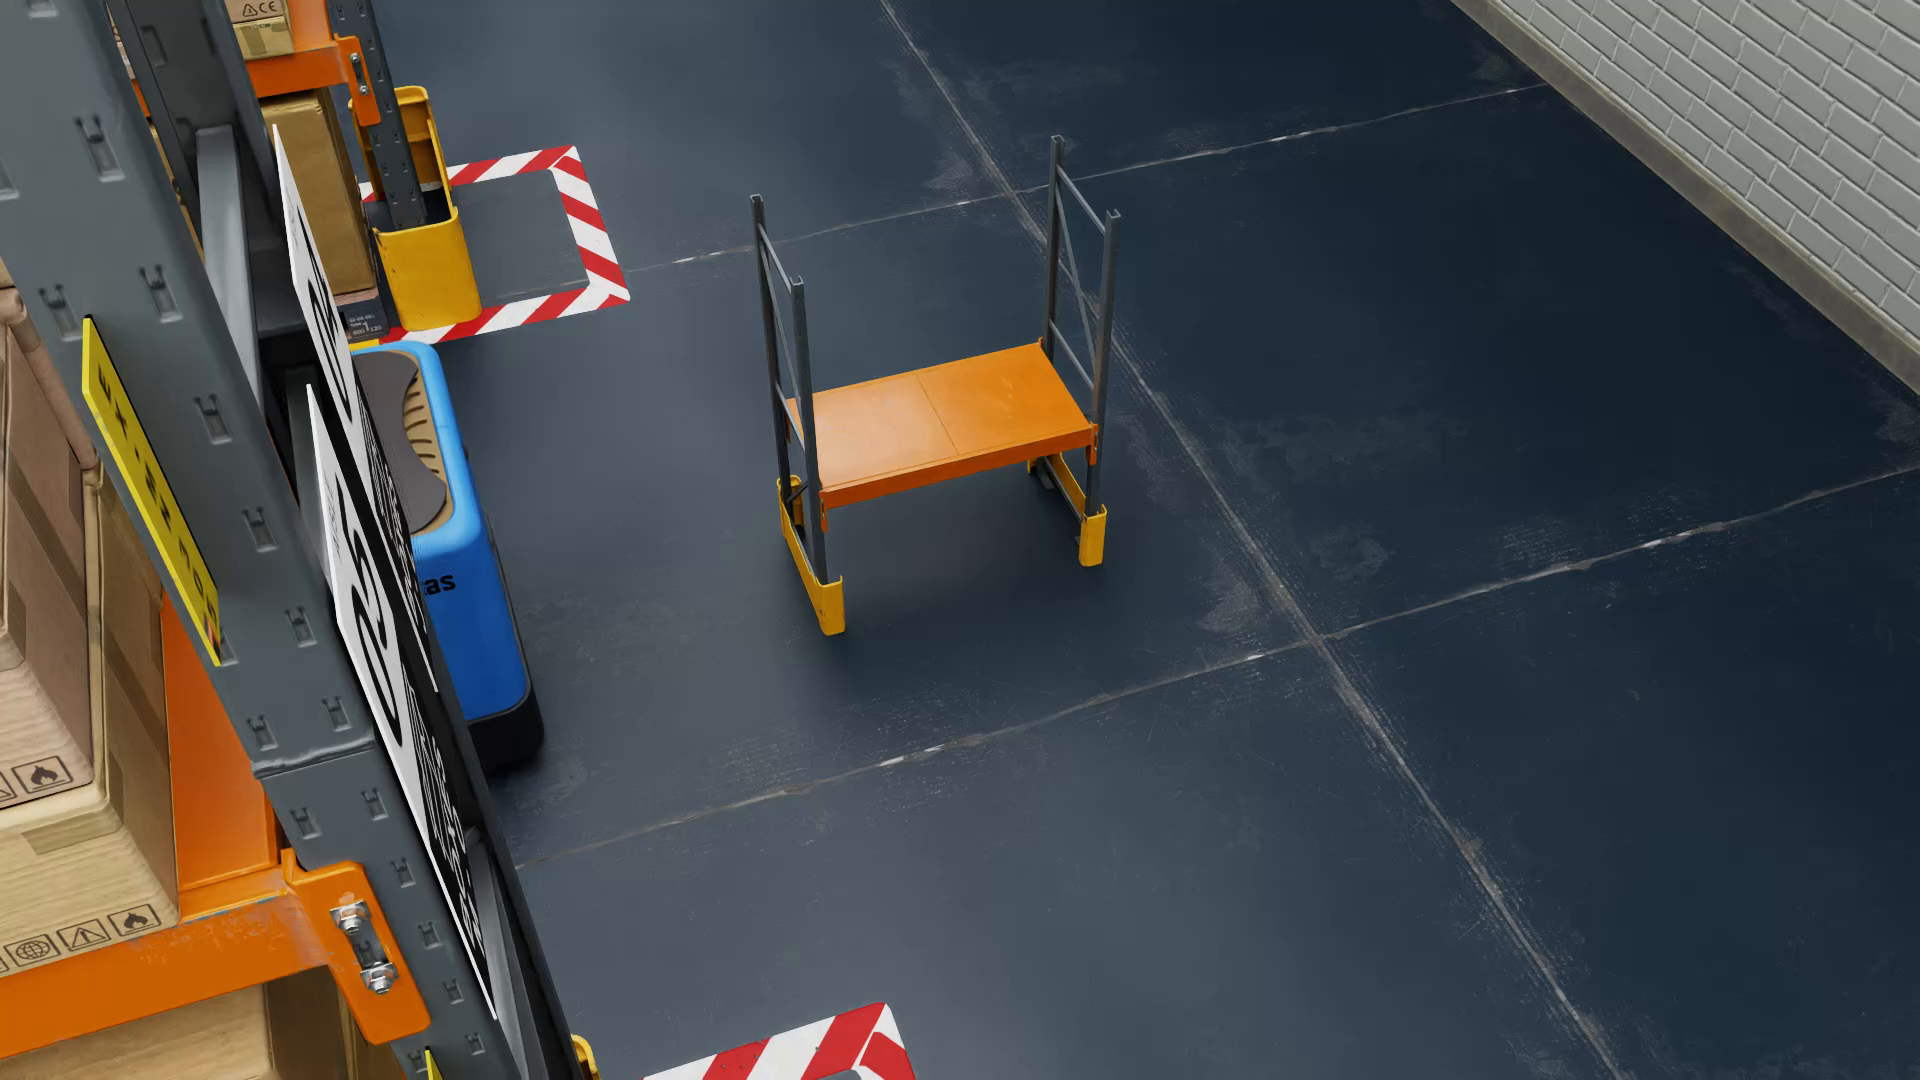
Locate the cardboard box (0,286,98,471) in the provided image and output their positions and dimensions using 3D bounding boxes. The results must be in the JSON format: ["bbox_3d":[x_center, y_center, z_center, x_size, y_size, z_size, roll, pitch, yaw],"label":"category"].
[{"bbox_3d":[-1.367,-0.283,2.049,0.500,0.250,0.500,-14,47,-13],"label":"cardboard box"}]

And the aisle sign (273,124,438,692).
[{"bbox_3d":[-0.889,-0.170,2.466,0.004,0.787,0.394,-14,47,-14],"label":"aisle sign"}]

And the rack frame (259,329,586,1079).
[{"bbox_3d":[-0.856,0.965,3.171,0.127,3.000,1.000,-14,47,-14],"label":"rack frame"}]

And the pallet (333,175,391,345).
[{"bbox_3d":[-3.171,-1.135,7.232,1.213,0.211,1.003,-14,47,-14],"label":"pallet"}]

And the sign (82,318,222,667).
[{"bbox_3d":[-0.687,-0.032,1.421,0.005,0.325,0.100,-14,47,-14],"label":"sign"}]

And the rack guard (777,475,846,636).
[{"bbox_3d":[-0.540,0.050,6.024,0.087,0.250,0.587,-14,47,-14],"label":"rack guard"}]

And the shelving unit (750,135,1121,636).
[{"bbox_3d":[-0.072,-0.511,5.701,1.083,1.500,0.587,-14,47,-14],"label":"shelving unit"}]

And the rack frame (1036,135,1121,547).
[{"bbox_3d":[0.398,-0.631,5.820,0.032,1.500,0.500,-14,47,-14],"label":"rack frame"}]

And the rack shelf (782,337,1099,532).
[{"bbox_3d":[-0.080,-0.382,5.826,1.000,0.185,0.538,-14,47,-14],"label":"rack shelf"}]

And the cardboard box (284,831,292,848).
[{"bbox_3d":[-1.369,0.403,2.744,0.500,0.500,0.500,-15,47,-14],"label":"cardboard box"}]

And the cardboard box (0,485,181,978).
[{"bbox_3d":[-1.194,0.245,1.877,0.500,0.250,0.500,-15,47,-15],"label":"cardboard box"}]

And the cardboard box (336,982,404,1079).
[{"bbox_3d":[-1.191,1.104,2.751,0.500,0.500,0.500,-13,47,-13],"label":"cardboard box"}]

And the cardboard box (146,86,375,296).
[{"bbox_3d":[-3.020,-1.555,6.885,0.875,0.875,0.875,-14,47,-14],"label":"cardboard box"}]

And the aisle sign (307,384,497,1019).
[{"bbox_3d":[-0.686,0.229,2.068,0.004,0.787,0.394,-14,47,-14],"label":"aisle sign"}]

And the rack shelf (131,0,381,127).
[{"bbox_3d":[-4.326,-1.629,6.264,4.000,0.370,1.077,-14,47,-14],"label":"rack shelf"}]

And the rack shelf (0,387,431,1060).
[{"bbox_3d":[-2.737,0.641,1.884,4.000,0.370,1.077,-14,47,-14],"label":"rack shelf"}]

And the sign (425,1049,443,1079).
[{"bbox_3d":[-0.687,0.819,2.275,0.005,0.325,0.100,-14,47,-14],"label":"sign"}]

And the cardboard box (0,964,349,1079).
[{"bbox_3d":[-1.202,0.747,2.401,0.500,0.500,0.500,-15,47,-15],"label":"cardboard box"}]

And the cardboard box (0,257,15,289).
[{"bbox_3d":[-1.238,-0.432,1.917,0.250,0.149,0.380,-15,47,-14],"label":"cardboard box"}]

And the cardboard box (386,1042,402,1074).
[{"bbox_3d":[-1.372,0.748,3.106,0.500,0.500,0.500,-12,46,-12],"label":"cardboard box"}]

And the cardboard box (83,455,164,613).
[{"bbox_3d":[-1.365,-0.103,2.223,0.500,0.250,0.500,-13,46,-12],"label":"cardboard box"}]

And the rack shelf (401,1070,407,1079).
[{"bbox_3d":[-2.737,1.700,2.946,4.000,0.370,1.077,-14,47,-14],"label":"rack shelf"}]

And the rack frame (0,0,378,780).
[{"bbox_3d":[-0.856,-1.153,1.046,0.127,3.000,1.000,-14,47,-14],"label":"rack frame"}]

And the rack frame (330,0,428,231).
[{"bbox_3d":[-2.445,-2.364,6.488,0.127,3.000,1.000,-14,47,-14],"label":"rack frame"}]

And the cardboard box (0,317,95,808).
[{"bbox_3d":[-1.203,0.063,1.705,0.500,0.250,0.500,-16,47,-15],"label":"cardboard box"}]

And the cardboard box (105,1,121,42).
[{"bbox_3d":[-3.288,-2.001,6.022,0.500,0.250,0.500,-15,47,-15],"label":"cardboard box"}]

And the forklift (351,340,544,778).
[{"bbox_3d":[-2.948,-0.254,4.434,3.031,2.935,1.130,-15,47,-15],"label":"forklift"}]

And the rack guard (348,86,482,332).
[{"bbox_3d":[-2.423,-1.487,7.379,0.348,0.500,1.175,-14,47,-14],"label":"rack guard"}]

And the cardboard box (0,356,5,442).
[{"bbox_3d":[-1.069,-0.083,1.568,0.250,0.149,0.380,-15,47,-14],"label":"cardboard box"}]

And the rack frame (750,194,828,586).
[{"bbox_3d":[-0.558,-0.387,5.576,0.032,1.500,0.500,-14,47,-14],"label":"rack frame"}]

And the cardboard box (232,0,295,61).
[{"bbox_3d":[-2.668,-1.970,6.273,0.250,0.149,0.380,-14,47,-13],"label":"cardboard box"}]

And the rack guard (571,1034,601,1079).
[{"bbox_3d":[-0.928,1.865,4.038,0.348,0.500,1.175,-14,47,-14],"label":"rack guard"}]

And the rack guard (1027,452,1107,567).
[{"bbox_3d":[0.397,-0.190,6.263,0.087,0.250,0.587,-14,47,-14],"label":"rack guard"}]

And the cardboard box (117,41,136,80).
[{"bbox_3d":[-3.150,-1.847,6.150,0.250,0.149,0.380,-14,47,-14],"label":"cardboard box"}]

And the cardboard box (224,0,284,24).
[{"bbox_3d":[-2.811,-2.123,6.144,0.500,0.250,0.500,-15,47,-14],"label":"cardboard box"}]
